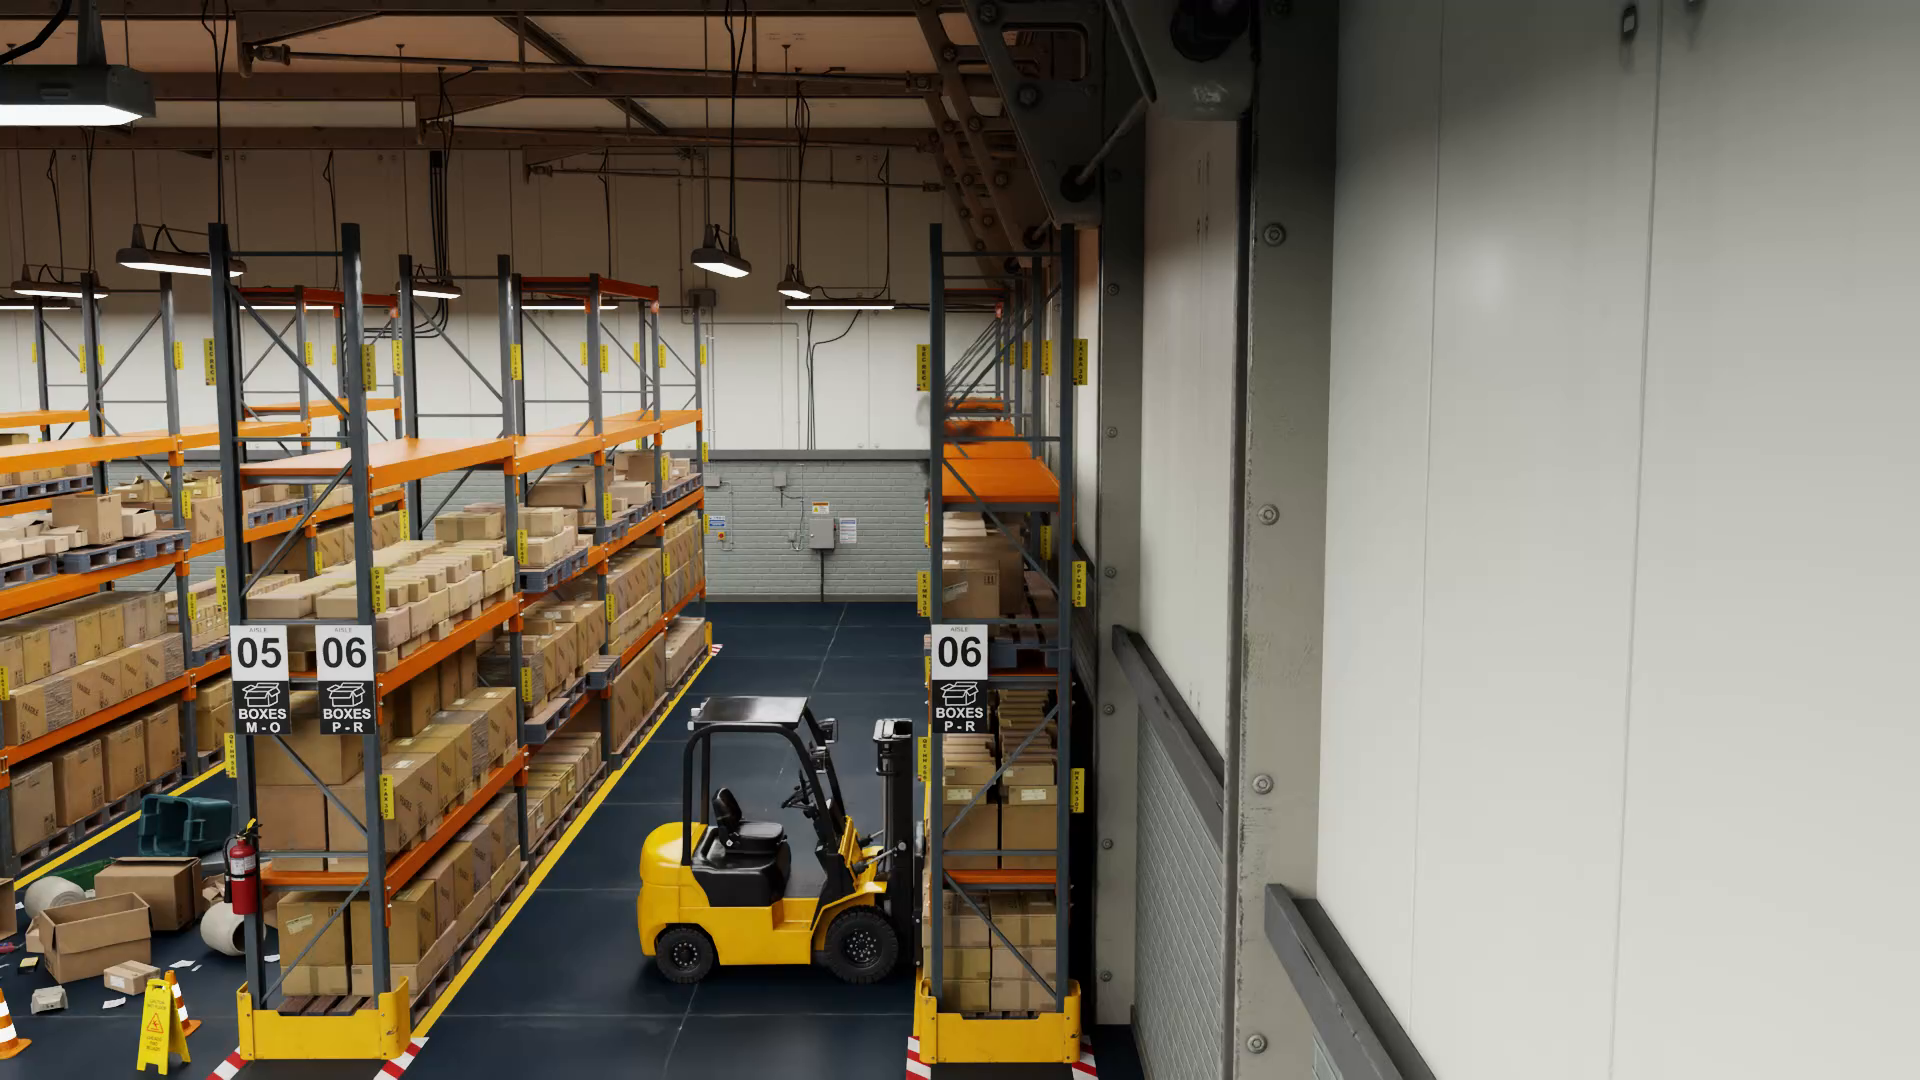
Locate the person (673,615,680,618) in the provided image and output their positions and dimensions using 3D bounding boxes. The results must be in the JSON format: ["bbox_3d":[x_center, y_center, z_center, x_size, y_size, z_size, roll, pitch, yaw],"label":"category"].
[{"bbox_3d":[-5.262,0.909,29.256,0.796,1.713,0.757,3,7,25],"label":"person"}]
